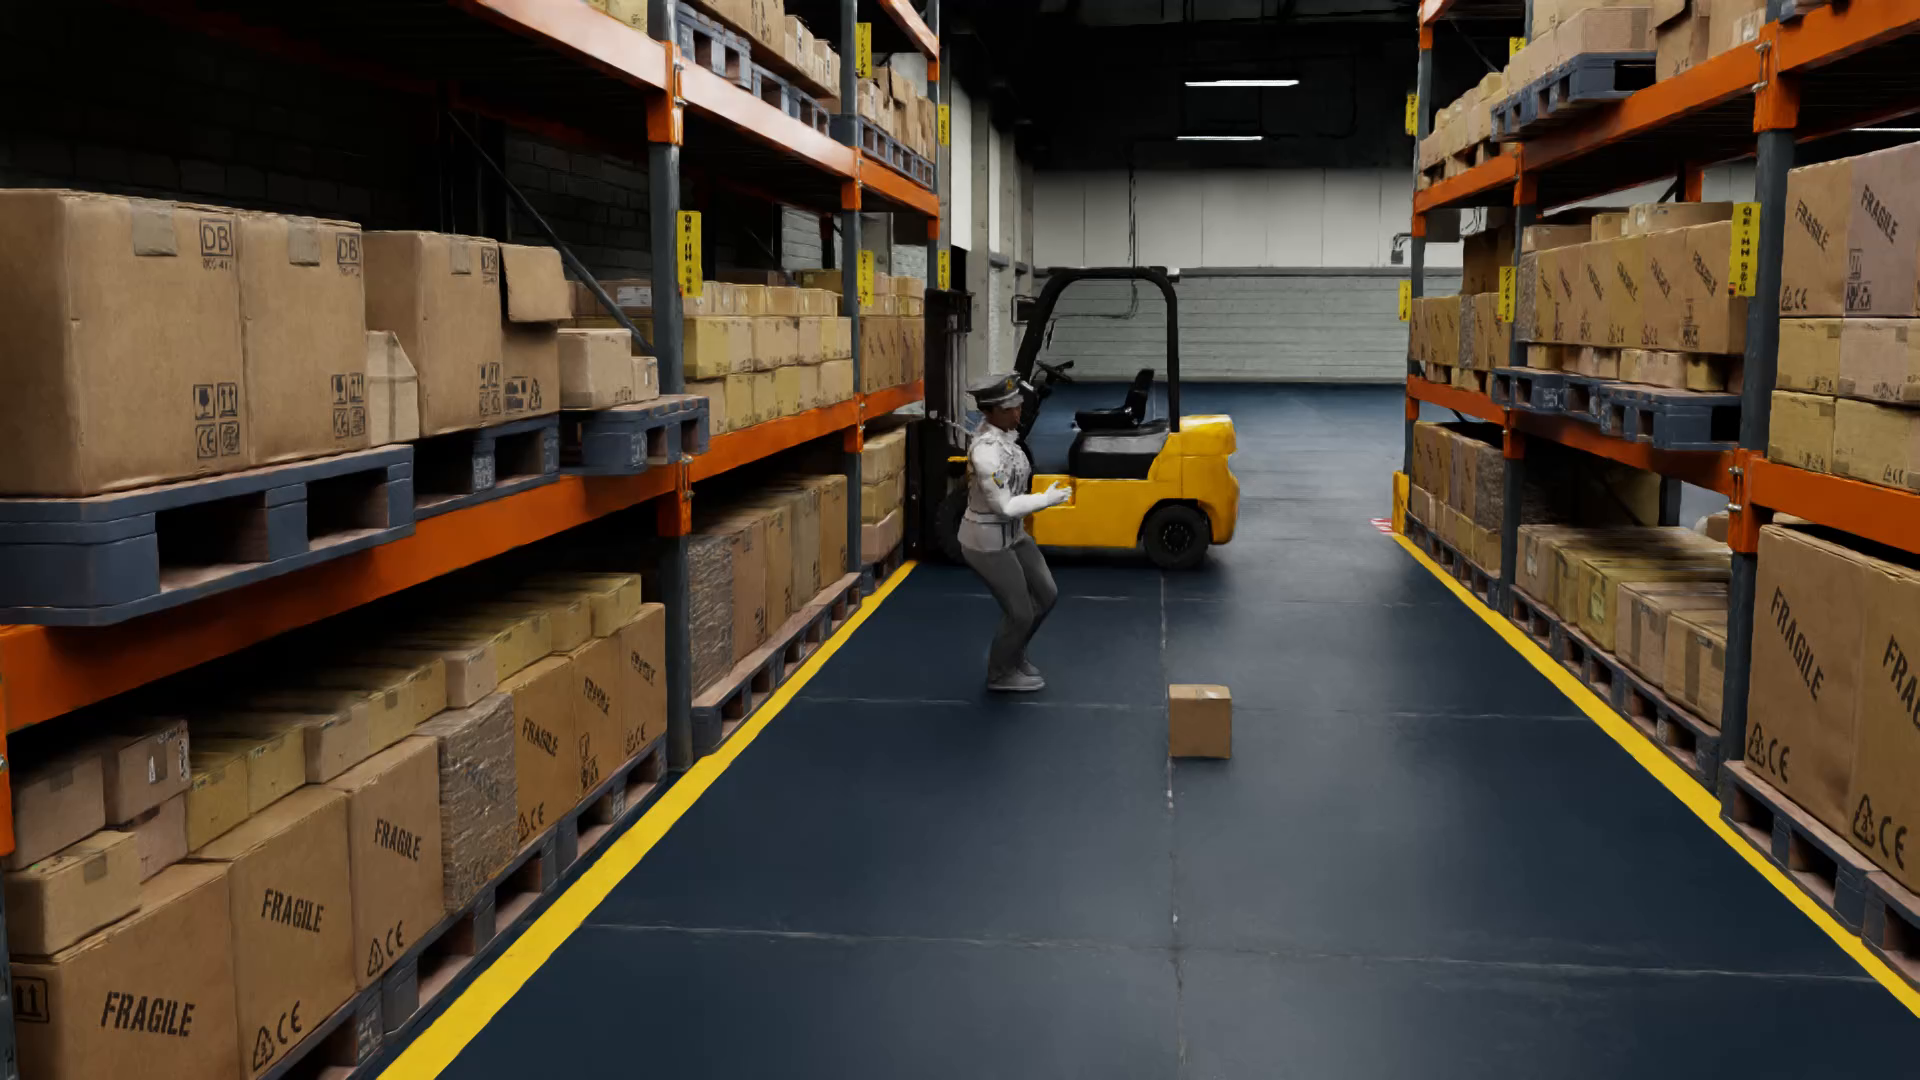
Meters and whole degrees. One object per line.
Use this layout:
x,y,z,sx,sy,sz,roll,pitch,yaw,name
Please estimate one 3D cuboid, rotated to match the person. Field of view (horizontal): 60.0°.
0.276,-0.021,7.806,0.525,1.557,0.859,1,8,10,person
